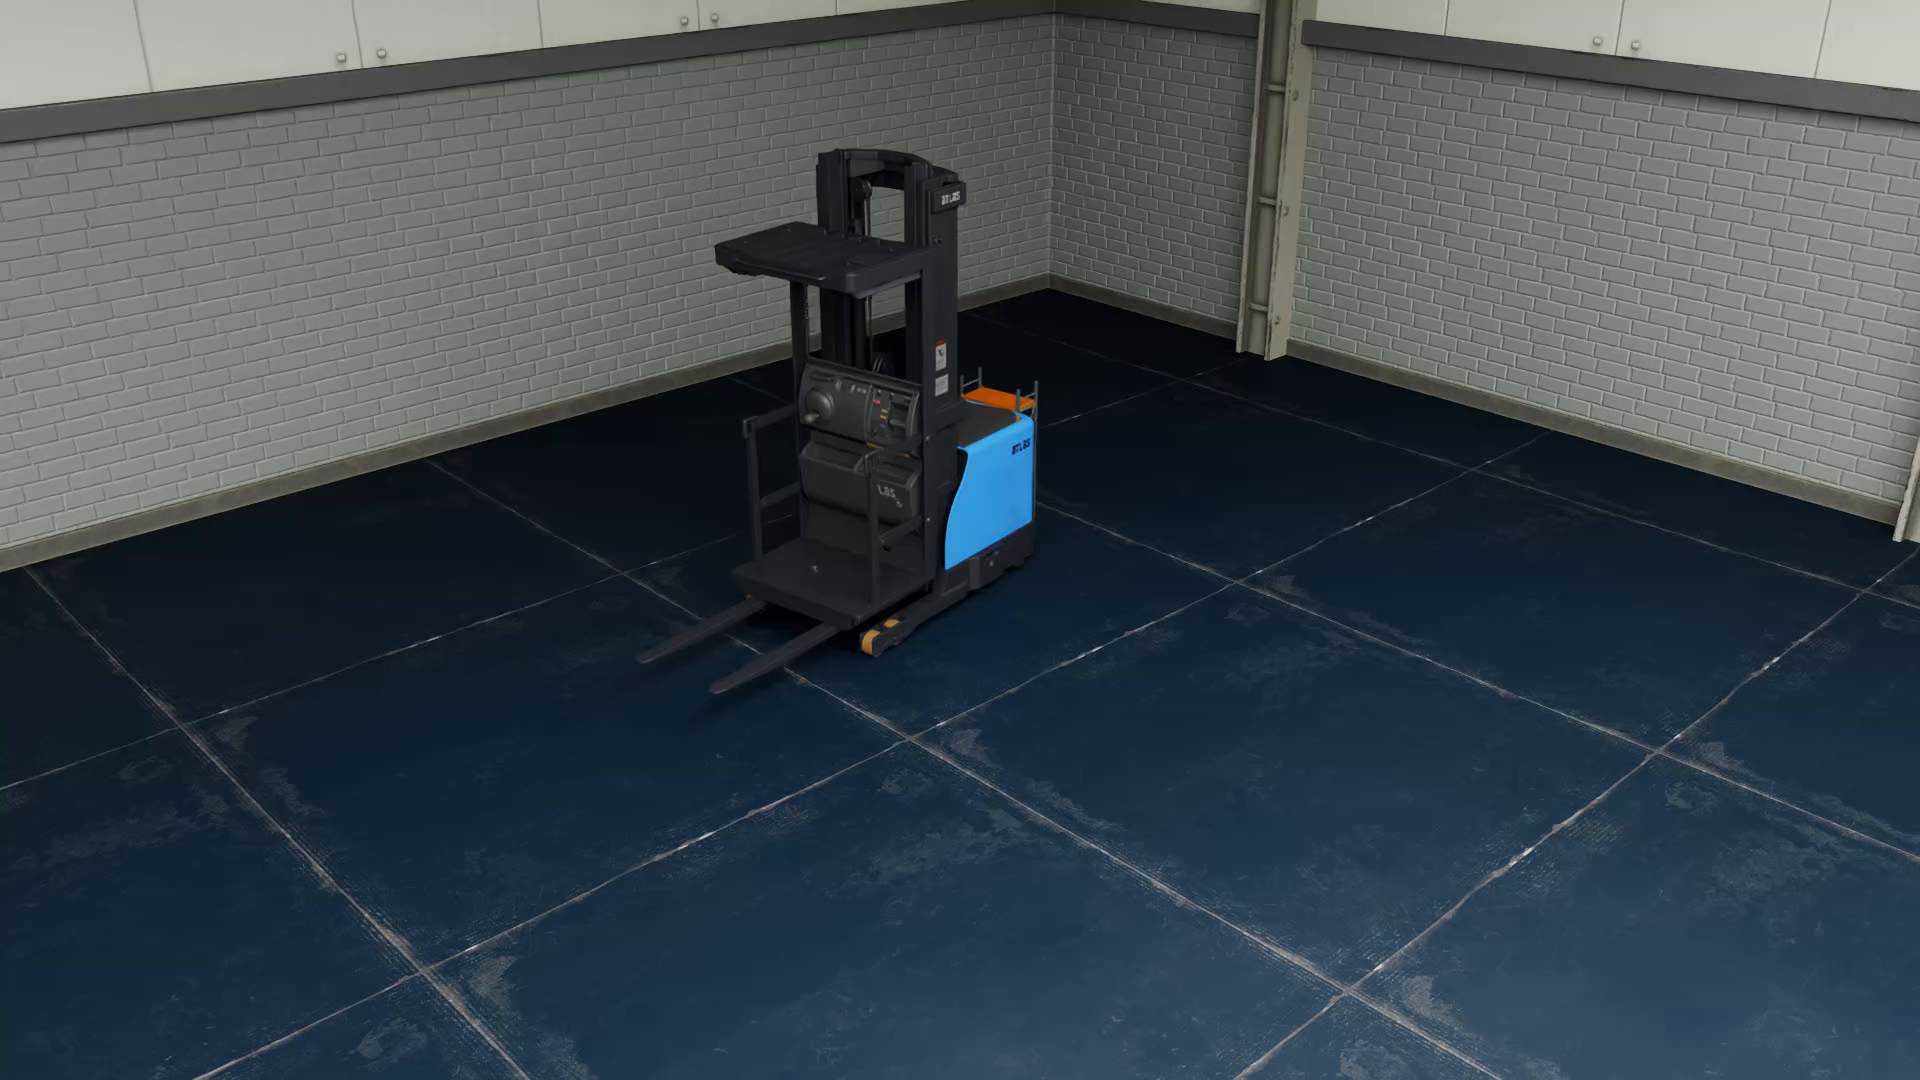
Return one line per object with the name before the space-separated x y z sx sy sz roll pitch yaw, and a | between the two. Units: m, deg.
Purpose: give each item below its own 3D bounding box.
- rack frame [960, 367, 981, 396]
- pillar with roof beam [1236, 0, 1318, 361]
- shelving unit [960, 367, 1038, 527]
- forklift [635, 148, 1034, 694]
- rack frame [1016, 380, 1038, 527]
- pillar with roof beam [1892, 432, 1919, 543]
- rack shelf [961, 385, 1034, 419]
rack frame | 0.074 -0.646 12.016 0.015 1.200 0.240 17 29 33
pillar with roof beam | -0.242 -4.677 11.457 9.100 9.000 0.400 -21 32 -38
shelving unit | 0.269 -0.585 11.882 0.503 1.200 0.258 17 29 33
forklift | -0.768 -0.831 10.338 1.130 2.935 3.031 17 30 33
rack frame | 0.464 -0.525 11.749 0.015 1.200 0.240 17 29 33
pillar with roof beam | 3.859 -2.859 7.472 9.100 9.000 0.400 -21 32 -38
rack shelf | 0.270 -0.944 11.721 0.480 0.148 0.258 17 29 33
